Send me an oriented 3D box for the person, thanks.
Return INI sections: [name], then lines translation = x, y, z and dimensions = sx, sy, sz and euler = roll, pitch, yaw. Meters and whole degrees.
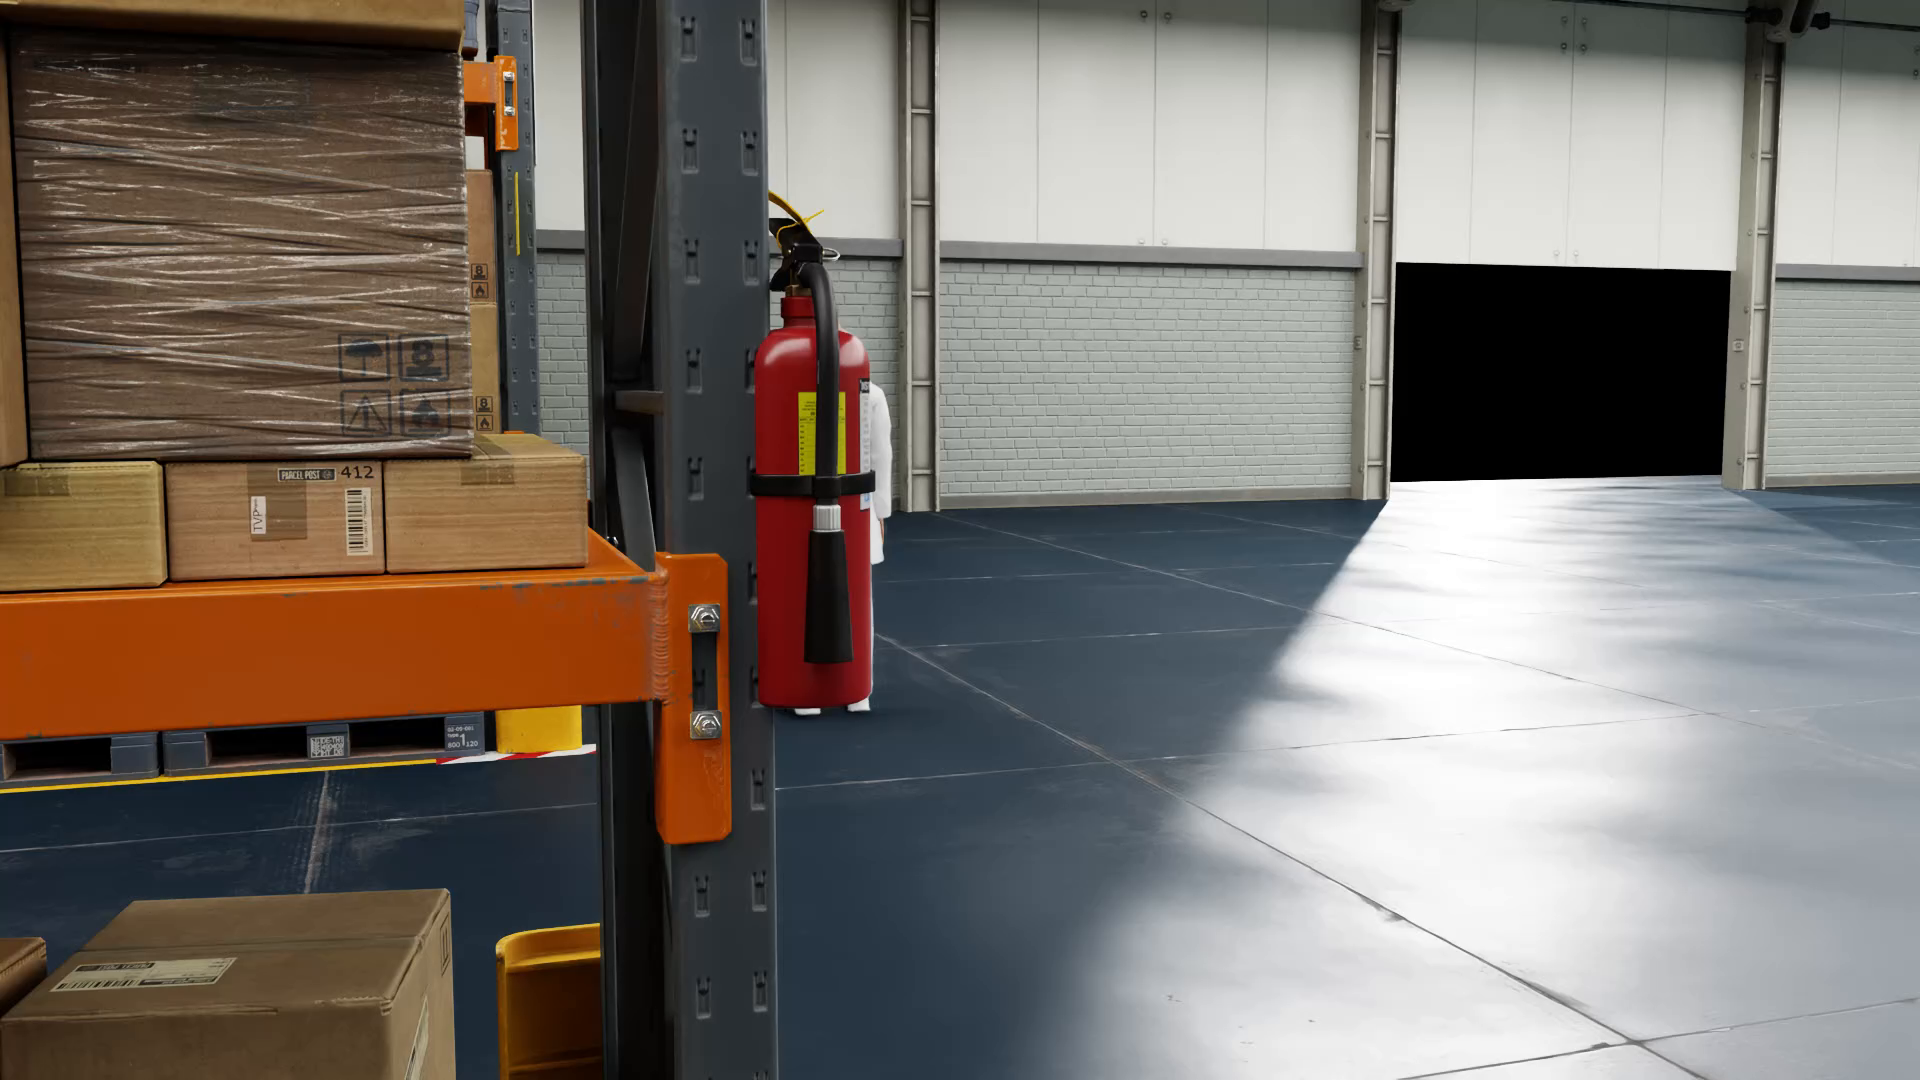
[person]
translation = -0.625, -0.098, 7.628
dimensions = 0.615, 1.790, 0.400
euler = -2, 6, -17
